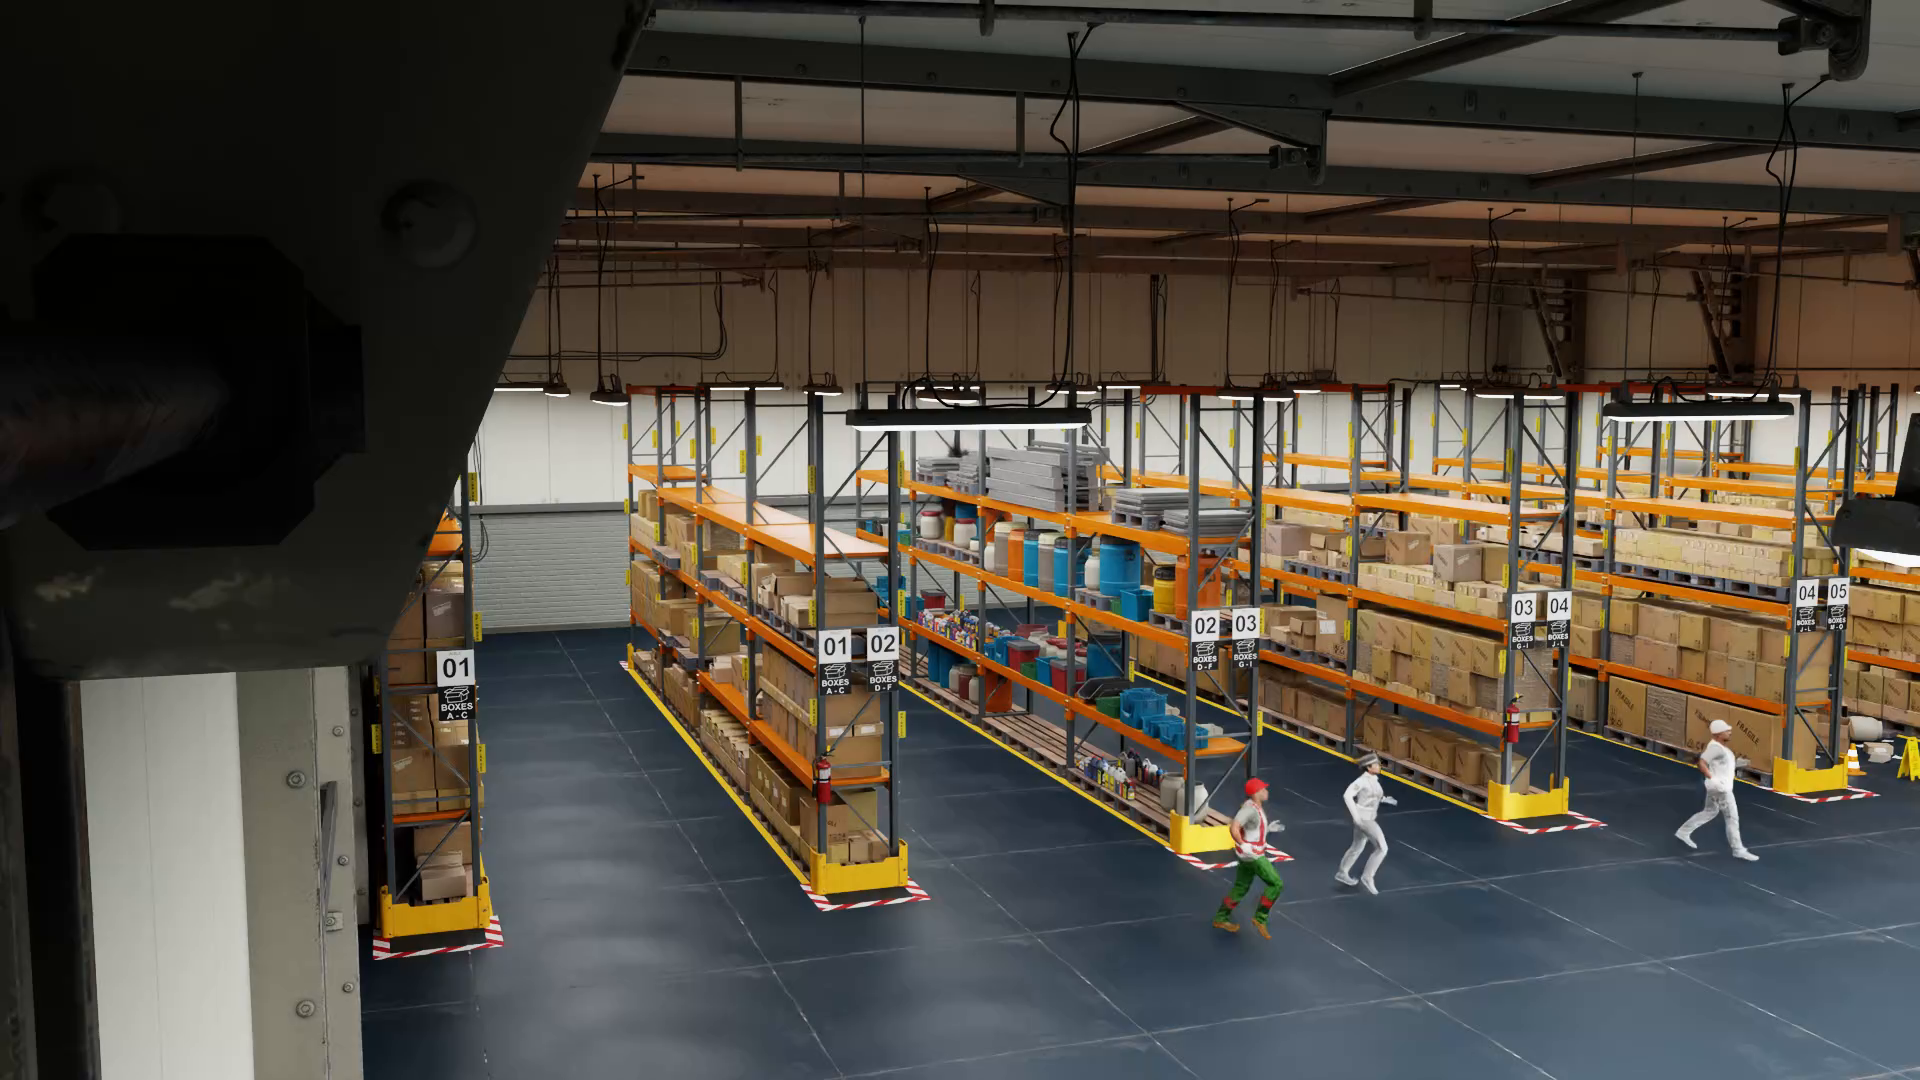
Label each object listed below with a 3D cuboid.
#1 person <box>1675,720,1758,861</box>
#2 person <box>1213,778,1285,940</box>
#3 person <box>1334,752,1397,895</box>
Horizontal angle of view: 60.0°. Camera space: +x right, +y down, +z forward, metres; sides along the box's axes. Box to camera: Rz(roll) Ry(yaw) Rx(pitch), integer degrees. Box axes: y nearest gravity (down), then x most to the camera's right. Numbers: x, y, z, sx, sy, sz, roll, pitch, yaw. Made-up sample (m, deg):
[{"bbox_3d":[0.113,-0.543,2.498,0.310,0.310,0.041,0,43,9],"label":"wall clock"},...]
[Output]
[{"bbox_3d":[9.797,3.199,21.465,0.992,1.775,0.683,2,6,20],"label":"person"},{"bbox_3d":[3.227,3.542,18.546,0.792,1.804,0.636,0,6,3],"label":"person"},{"bbox_3d":[4.935,3.415,20.191,0.706,1.730,0.607,2,6,18],"label":"person"}]
